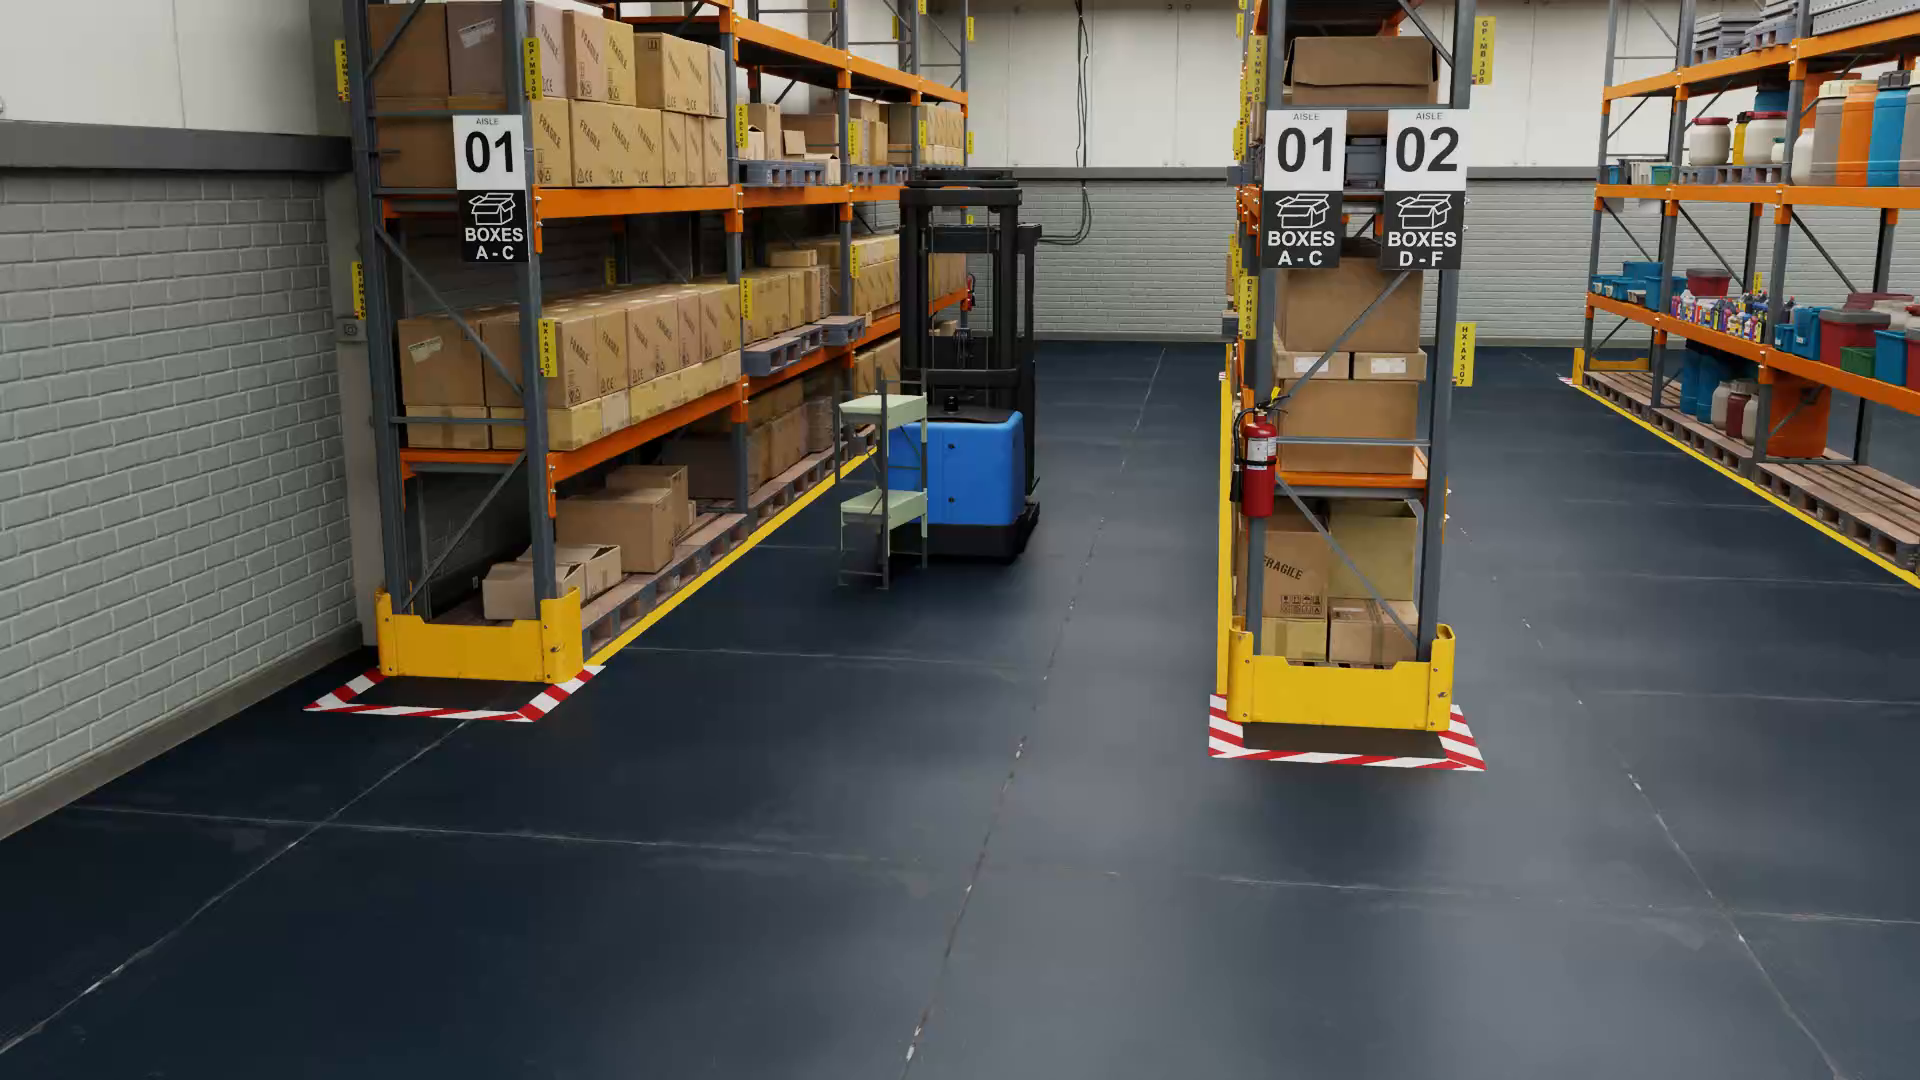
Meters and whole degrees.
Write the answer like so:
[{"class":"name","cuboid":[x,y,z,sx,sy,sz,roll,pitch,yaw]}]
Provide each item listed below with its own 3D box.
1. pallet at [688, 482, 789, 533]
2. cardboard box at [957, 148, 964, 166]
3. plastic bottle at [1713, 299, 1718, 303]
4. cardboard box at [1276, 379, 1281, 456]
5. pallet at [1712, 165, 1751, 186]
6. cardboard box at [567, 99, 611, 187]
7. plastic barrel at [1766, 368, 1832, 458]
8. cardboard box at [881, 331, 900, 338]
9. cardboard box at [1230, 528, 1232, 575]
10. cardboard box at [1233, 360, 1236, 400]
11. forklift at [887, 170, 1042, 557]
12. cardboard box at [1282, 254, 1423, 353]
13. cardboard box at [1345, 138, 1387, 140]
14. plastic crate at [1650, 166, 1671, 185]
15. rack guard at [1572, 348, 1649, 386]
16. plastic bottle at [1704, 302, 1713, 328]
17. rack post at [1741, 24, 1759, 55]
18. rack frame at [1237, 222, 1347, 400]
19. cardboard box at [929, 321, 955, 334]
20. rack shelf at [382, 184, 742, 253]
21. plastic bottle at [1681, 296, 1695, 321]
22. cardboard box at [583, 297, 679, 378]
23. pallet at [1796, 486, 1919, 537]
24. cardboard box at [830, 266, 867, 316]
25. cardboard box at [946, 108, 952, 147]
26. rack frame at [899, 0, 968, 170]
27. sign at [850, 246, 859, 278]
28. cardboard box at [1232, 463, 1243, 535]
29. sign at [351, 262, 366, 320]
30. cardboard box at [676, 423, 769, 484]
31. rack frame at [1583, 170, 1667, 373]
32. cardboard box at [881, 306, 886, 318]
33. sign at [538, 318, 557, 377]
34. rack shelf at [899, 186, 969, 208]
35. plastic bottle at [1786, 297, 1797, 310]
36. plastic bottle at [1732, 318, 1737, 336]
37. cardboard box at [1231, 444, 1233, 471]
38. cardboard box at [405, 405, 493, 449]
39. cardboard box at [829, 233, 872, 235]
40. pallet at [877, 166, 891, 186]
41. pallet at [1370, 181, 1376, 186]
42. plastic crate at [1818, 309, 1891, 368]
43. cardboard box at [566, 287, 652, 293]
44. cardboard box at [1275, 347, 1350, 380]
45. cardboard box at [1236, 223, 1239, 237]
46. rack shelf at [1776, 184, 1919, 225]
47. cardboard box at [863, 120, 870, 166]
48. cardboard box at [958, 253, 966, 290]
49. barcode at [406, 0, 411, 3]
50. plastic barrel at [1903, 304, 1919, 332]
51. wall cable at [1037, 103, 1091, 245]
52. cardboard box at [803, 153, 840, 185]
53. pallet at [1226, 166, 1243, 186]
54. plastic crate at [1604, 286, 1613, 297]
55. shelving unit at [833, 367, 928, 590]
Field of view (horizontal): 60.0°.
[{"class":"pallet","cuboid":[-2.116,-0.303,14.398,1.003,0.211,1.213,2,12,9]},{"class":"cardboard box","cuboid":[-0.239,-5.488,23.841,0.500,0.250,0.500,2,12,10]},{"class":"plastic bottle","cuboid":[8.345,-2.506,18.296,0.152,0.276,0.135,2,12,9]},{"class":"cardboard box","cuboid":[2.206,-0.767,9.694,0.700,0.500,0.500,2,12,10]},{"class":"pallet","cuboid":[8.589,-3.820,17.426,1.003,0.211,1.213,2,12,9]},{"class":"cardboard box","cuboid":[-2.434,-2.369,9.959,0.500,0.500,0.500,3,12,12]},{"class":"plastic barrel","cuboid":[8.228,-1.263,16.386,0.600,0.830,0.708,2,12,9]},{"class":"cardboard box","cuboid":[-0.976,-2.184,20.615,0.750,0.750,0.750,2,12,9]},{"class":"cardboard box","cuboid":[2.126,0.089,11.490,0.500,0.250,0.500,2,12,9]},{"class":"cardboard box","cuboid":[3.576,-1.910,20.125,0.500,0.500,0.500,1,12,6]},{"class":"forklift","cuboid":[0.088,-1.564,13.794,1.130,2.935,3.031,2,12,8]},{"class":"cardboard box","cuboid":[2.138,-1.303,9.101,0.700,0.500,0.500,2,12,9]},{"class":"cardboard box","cuboid":[2.401,-2.368,9.509,0.380,0.149,0.250,2,12,9]},{"class":"plastic crate","cuboid":[8.609,-4.433,20.219,0.416,0.233,0.300,2,12,9]},{"class":"rack guard","cuboid":[9.391,-2.465,23.743,1.175,0.500,0.348,2,12,9]},{"class":"plastic bottle","cuboid":[8.114,-2.437,17.988,0.097,0.271,0.097,0,12,0]},{"class":"rack post","cuboid":[8.599,-5.111,17.037,0.937,0.300,0.954,3,13,15]},{"class":"rack frame","cuboid":[3.276,-2.177,16.475,1.000,3.000,0.127,2,12,9]},{"class":"cardboard box","cuboid":[-0.276,-3.068,24.005,0.380,0.149,0.250,2,12,10]},{"class":"rack shelf","cuboid":[-2.542,-2.202,11.180,1.077,0.370,4.000,2,12,9]},{"class":"plastic bottle","cuboid":[8.281,-2.628,18.860,0.152,0.276,0.135,2,12,9]},{"class":"cardboard box","cuboid":[-2.240,-1.382,11.314,0.500,0.500,0.500,2,12,10]},{"class":"pallet","cuboid":[7.822,-0.239,14.103,1.003,0.211,1.213,2,12,9]},{"class":"cardboard box","cuboid":[-1.292,-2.634,17.603,0.500,0.500,0.500,2,12,10]},{"class":"cardboard box","cuboid":[-0.392,-5.642,22.775,0.500,0.500,0.500,1,12,6]},{"class":"rack frame","cuboid":[-0.389,-6.935,24.312,1.000,3.000,0.127,2,12,9]},{"class":"sign","cuboid":[-1.082,-2.848,17.030,0.100,0.325,0.005,2,12,9]},{"class":"cardboard box","cuboid":[2.126,-0.278,11.411,0.500,0.500,0.500,2,12,9]},{"class":"sign","cuboid":[-3.395,-1.414,9.436,0.100,0.325,0.005,2,12,9]},{"class":"cardboard box","cuboid":[-2.108,-0.760,14.790,0.700,0.500,0.500,2,12,8]},{"class":"rack frame","cuboid":[9.400,-3.681,23.454,1.000,3.000,0.127,2,12,9]},{"class":"cardboard box","cuboid":[-1.067,-2.659,19.260,0.380,0.149,0.250,2,12,10]},{"class":"sign","cuboid":[-2.314,-1.077,9.316,0.100,0.325,0.005,2,12,9]},{"class":"rack shelf","cuboid":[-0.697,-4.700,22.772,1.077,0.370,4.000,2,12,9]},{"class":"plastic bottle","cuboid":[8.797,-2.393,17.595,0.144,0.351,0.185,2,12,9]},{"class":"plastic bottle","cuboid":[7.956,-2.189,17.004,0.097,0.201,0.097,0,12,0]},{"class":"cardboard box","cuboid":[2.755,-0.726,15.270,0.500,0.250,0.500,2,12,7]},{"class":"cardboard box","cuboid":[-2.970,-0.711,9.983,0.500,0.250,0.500,2,12,9]},{"class":"cardboard box","cuboid":[-1.332,-3.653,20.552,0.500,0.250,0.500,2,12,10]},{"class":"pallet","cuboid":[-1.404,-4.079,18.631,1.003,0.211,1.213,2,12,11]},{"class":"pallet","cuboid":[3.091,-3.174,14.429,1.003,0.211,1.213,2,12,11]},{"class":"plastic crate","cuboid":[7.619,-1.721,14.205,0.402,0.464,0.583,2,12,9]},{"class":"cardboard box","cuboid":[-2.597,-1.608,12.365,0.500,0.500,0.500,2,12,8]},{"class":"cardboard box","cuboid":[1.916,-0.963,9.066,0.380,0.149,0.250,2,12,8]},{"class":"cardboard box","cuboid":[3.945,-3.977,22.218,0.500,0.500,0.500,2,12,8]},{"class":"rack shelf","cuboid":[7.862,-2.714,13.555,1.077,0.370,4.000,2,12,9]},{"class":"cardboard box","cuboid":[-1.410,-4.500,18.852,0.700,0.500,0.500,2,12,9]},{"class":"cardboard box","cuboid":[-0.458,-4.042,24.418,0.980,0.700,0.700,2,12,11]},{"class":"barcode","cuboid":[-3.235,-3.133,9.755,0.001,0.075,0.075,2,12,9]},{"class":"plastic barrel","cuboid":[8.098,-1.684,13.866,0.433,0.535,0.433,0,12,0]},{"class":"wall cable","cuboid":[0.834,-6.583,30.048,3.097,2.526,0.112,2,12,9]},{"class":"cardboard box","cuboid":[-1.463,-3.611,16.171,0.500,0.311,0.500,2,12,9]},{"class":"pallet","cuboid":[3.565,-4.035,18.421,1.213,0.211,1.003,2,12,9]},{"class":"plastic crate","cuboid":[8.801,-3.335,22.334,0.250,0.136,0.298,2,12,9]},{"class":"shelving unit","cuboid":[-0.567,-0.467,12.099,0.431,1.500,0.755,5,13,21]}]
